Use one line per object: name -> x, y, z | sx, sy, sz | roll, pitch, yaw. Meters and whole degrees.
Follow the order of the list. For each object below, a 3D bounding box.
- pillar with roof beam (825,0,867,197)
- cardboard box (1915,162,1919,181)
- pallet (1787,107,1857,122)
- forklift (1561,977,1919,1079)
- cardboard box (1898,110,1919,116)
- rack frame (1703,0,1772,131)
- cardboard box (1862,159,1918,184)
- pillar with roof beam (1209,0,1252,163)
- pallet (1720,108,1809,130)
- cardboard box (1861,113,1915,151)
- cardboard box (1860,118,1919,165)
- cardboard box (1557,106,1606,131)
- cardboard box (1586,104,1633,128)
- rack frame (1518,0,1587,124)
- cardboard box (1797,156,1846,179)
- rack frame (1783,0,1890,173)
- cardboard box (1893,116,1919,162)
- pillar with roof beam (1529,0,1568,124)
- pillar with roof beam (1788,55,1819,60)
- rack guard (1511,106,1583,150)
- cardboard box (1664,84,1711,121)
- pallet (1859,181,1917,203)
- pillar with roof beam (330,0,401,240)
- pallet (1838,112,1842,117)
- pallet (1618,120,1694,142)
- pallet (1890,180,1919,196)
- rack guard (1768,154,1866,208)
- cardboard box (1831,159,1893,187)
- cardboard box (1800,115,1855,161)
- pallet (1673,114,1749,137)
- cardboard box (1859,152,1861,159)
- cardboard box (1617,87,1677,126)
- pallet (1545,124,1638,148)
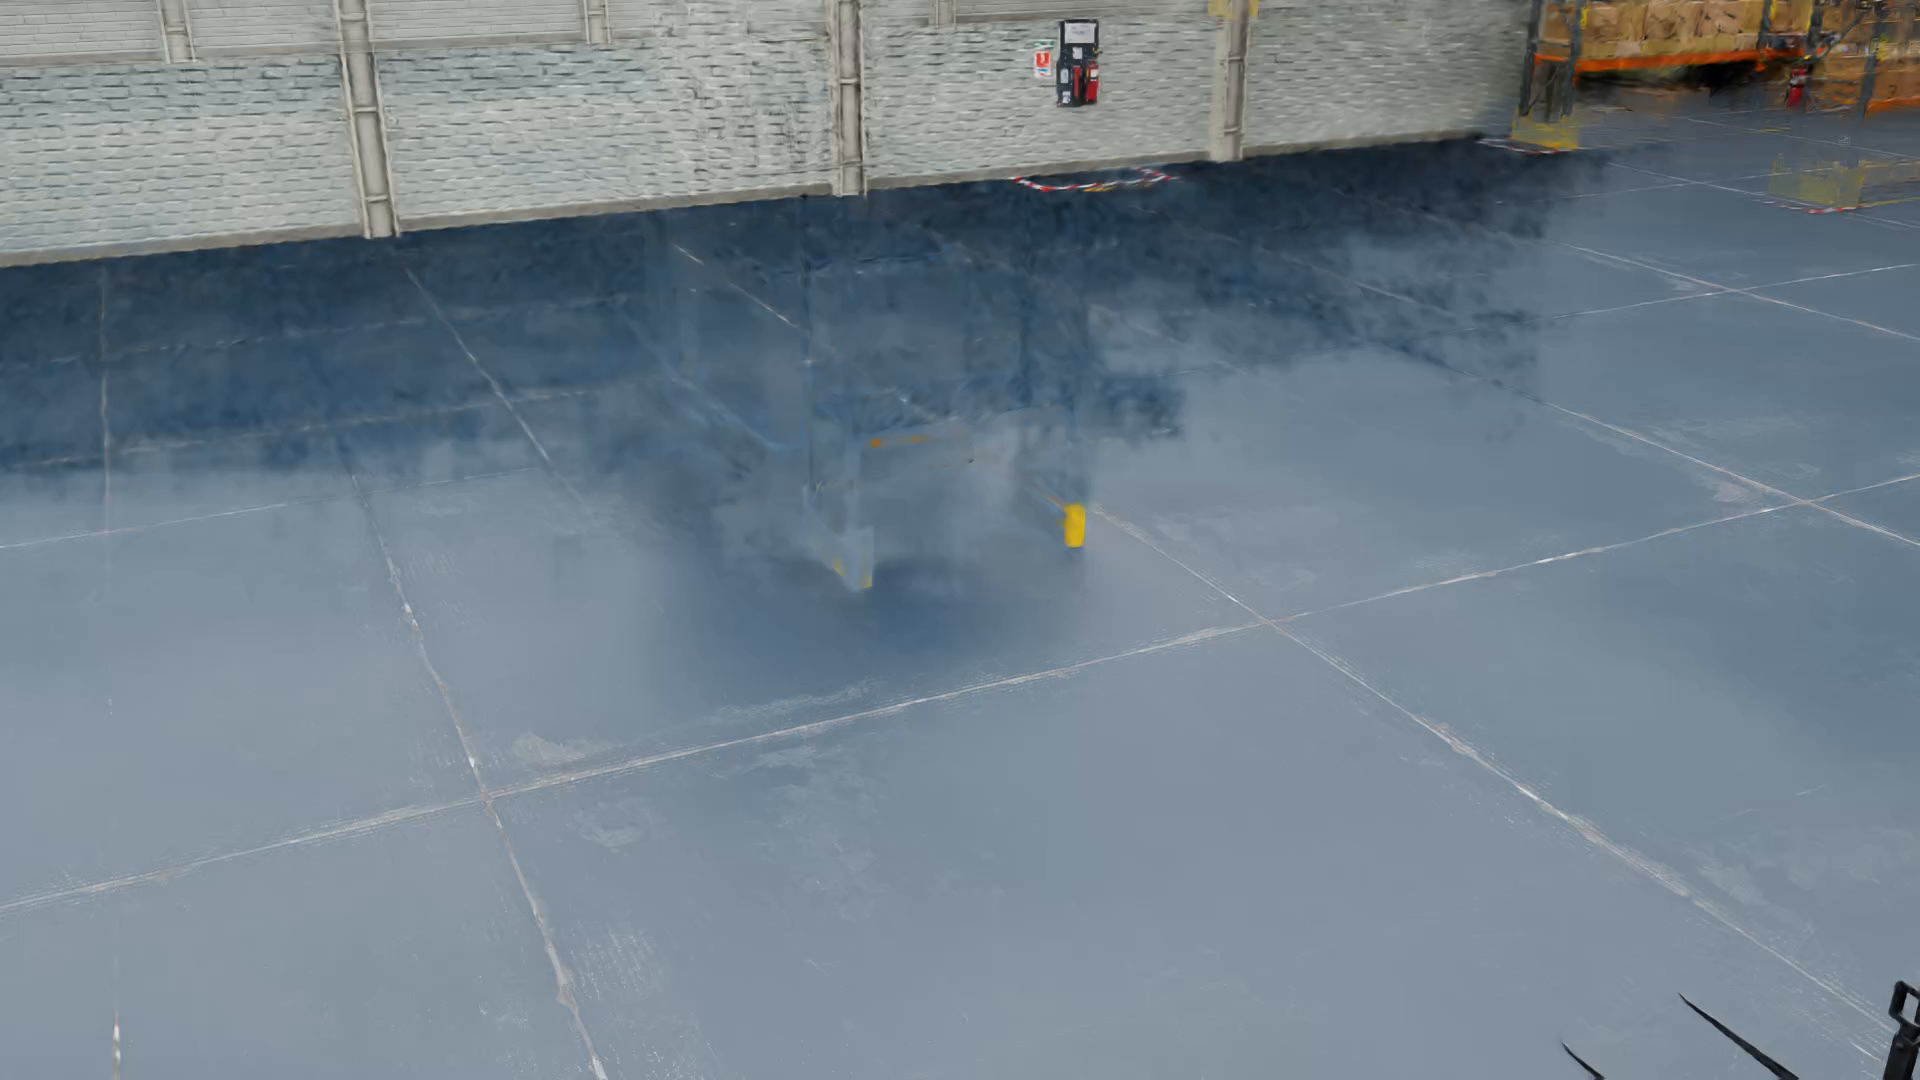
pillar with roof beam -> -3.848, -10.497, 20.843 | 0.400, 9.000, 9.100 | -10, 25, -24
cardboard box -> 8.473, -8.181, 26.138 | 0.500, 0.250, 0.500 | -10, 25, -24
pallet -> 10.248, -10.493, 32.324 | 1.213, 0.211, 1.003 | -10, 25, -24
forklift -> -1.053, -2.077, 8.436 | 1.130, 2.935, 3.031 | -11, 25, -25
cardboard box -> 8.694, -8.793, 26.636 | 0.500, 0.500, 0.500 | -10, 25, -24
rack frame -> 8.447, -11.448, 30.985 | 0.127, 3.000, 1.000 | -10, 25, -24
cardboard box -> 8.023, -8.098, 25.938 | 0.500, 0.250, 0.500 | -10, 25, -24
pillar with roof beam -> 1.559, -11.492, 23.247 | 0.400, 9.000, 9.100 | -10, 25, -24
pallet -> 9.147, -10.290, 31.832 | 1.213, 0.211, 1.003 | -10, 25, -24
cardboard box -> 8.243, -8.711, 26.437 | 0.500, 0.500, 0.500 | -10, 25, -24
cardboard box -> 8.023, -8.444, 25.793 | 0.500, 0.500, 0.500 | -10, 25, -24
cardboard box -> 5.505, -9.830, 30.015 | 0.500, 0.311, 0.500 | -14, 26, -30
cardboard box -> 6.018, -9.924, 30.243 | 0.500, 0.311, 0.500 | -8, 24, -19
rack frame -> 4.842, -10.785, 29.382 | 0.127, 3.000, 1.000 | -10, 25, -24
cardboard box -> 7.349, -8.193, 26.166 | 0.500, 0.250, 0.500 | -10, 25, -24
rack frame -> 6.994, -9.078, 25.259 | 0.127, 3.000, 1.000 | -10, 25, -24
cardboard box -> 8.468, -8.532, 26.004 | 0.500, 0.500, 0.500 | -10, 25, -24
pillar with roof beam -> 6.965, -12.487, 25.651 | 0.400, 9.000, 9.100 | -10, 25, -24
pillar with roof beam -> 12.371, -13.483, 28.056 | 0.400, 9.000, 9.100 | -10, 25, -24
rack guard -> 4.911, -9.642, 29.891 | 0.348, 0.500, 1.175 | -10, 25, -24
cardboard box -> 7.529, -10.311, 30.930 | 0.500, 0.500, 0.500 | -12, 26, -28
pallet -> 7.665, -7.931, 26.134 | 1.213, 0.211, 1.003 | -10, 25, -24
pillar with roof beam -> -9.254, -9.502, 18.438 | 0.400, 9.000, 9.100 | -10, 25, -24
pallet -> 11.346, -10.694, 32.809 | 1.213, 0.211, 1.003 | -10, 25, -24
pallet -> 6.756, -9.832, 30.727 | 1.213, 0.211, 1.003 | -10, 25, -24
pallet -> 8.763, -8.132, 26.619 | 1.213, 0.211, 1.003 | -10, 25, -24
rack guard -> 6.972, -7.919, 25.728 | 0.348, 0.500, 1.175 | -10, 25, -24
cardboard box -> 7.574, -8.014, 25.735 | 0.500, 0.250, 0.500 | -10, 25, -24
cardboard box -> 7.348, -8.540, 26.024 | 0.500, 0.500, 0.500 | -10, 25, -24
pallet -> 7.857, -10.036, 31.220 | 1.213, 0.211, 1.003 | -10, 25, -24
cardboard box -> 7.794, -8.280, 26.376 | 0.500, 0.250, 0.500 | -10, 25, -24
cardboard box -> 6.701, -10.116, 30.459 | 0.500, 0.500, 0.700 | -12, 25, -27
pallet -> 5.658, -9.632, 30.242 | 1.213, 0.211, 1.003 | -10, 25, -24
